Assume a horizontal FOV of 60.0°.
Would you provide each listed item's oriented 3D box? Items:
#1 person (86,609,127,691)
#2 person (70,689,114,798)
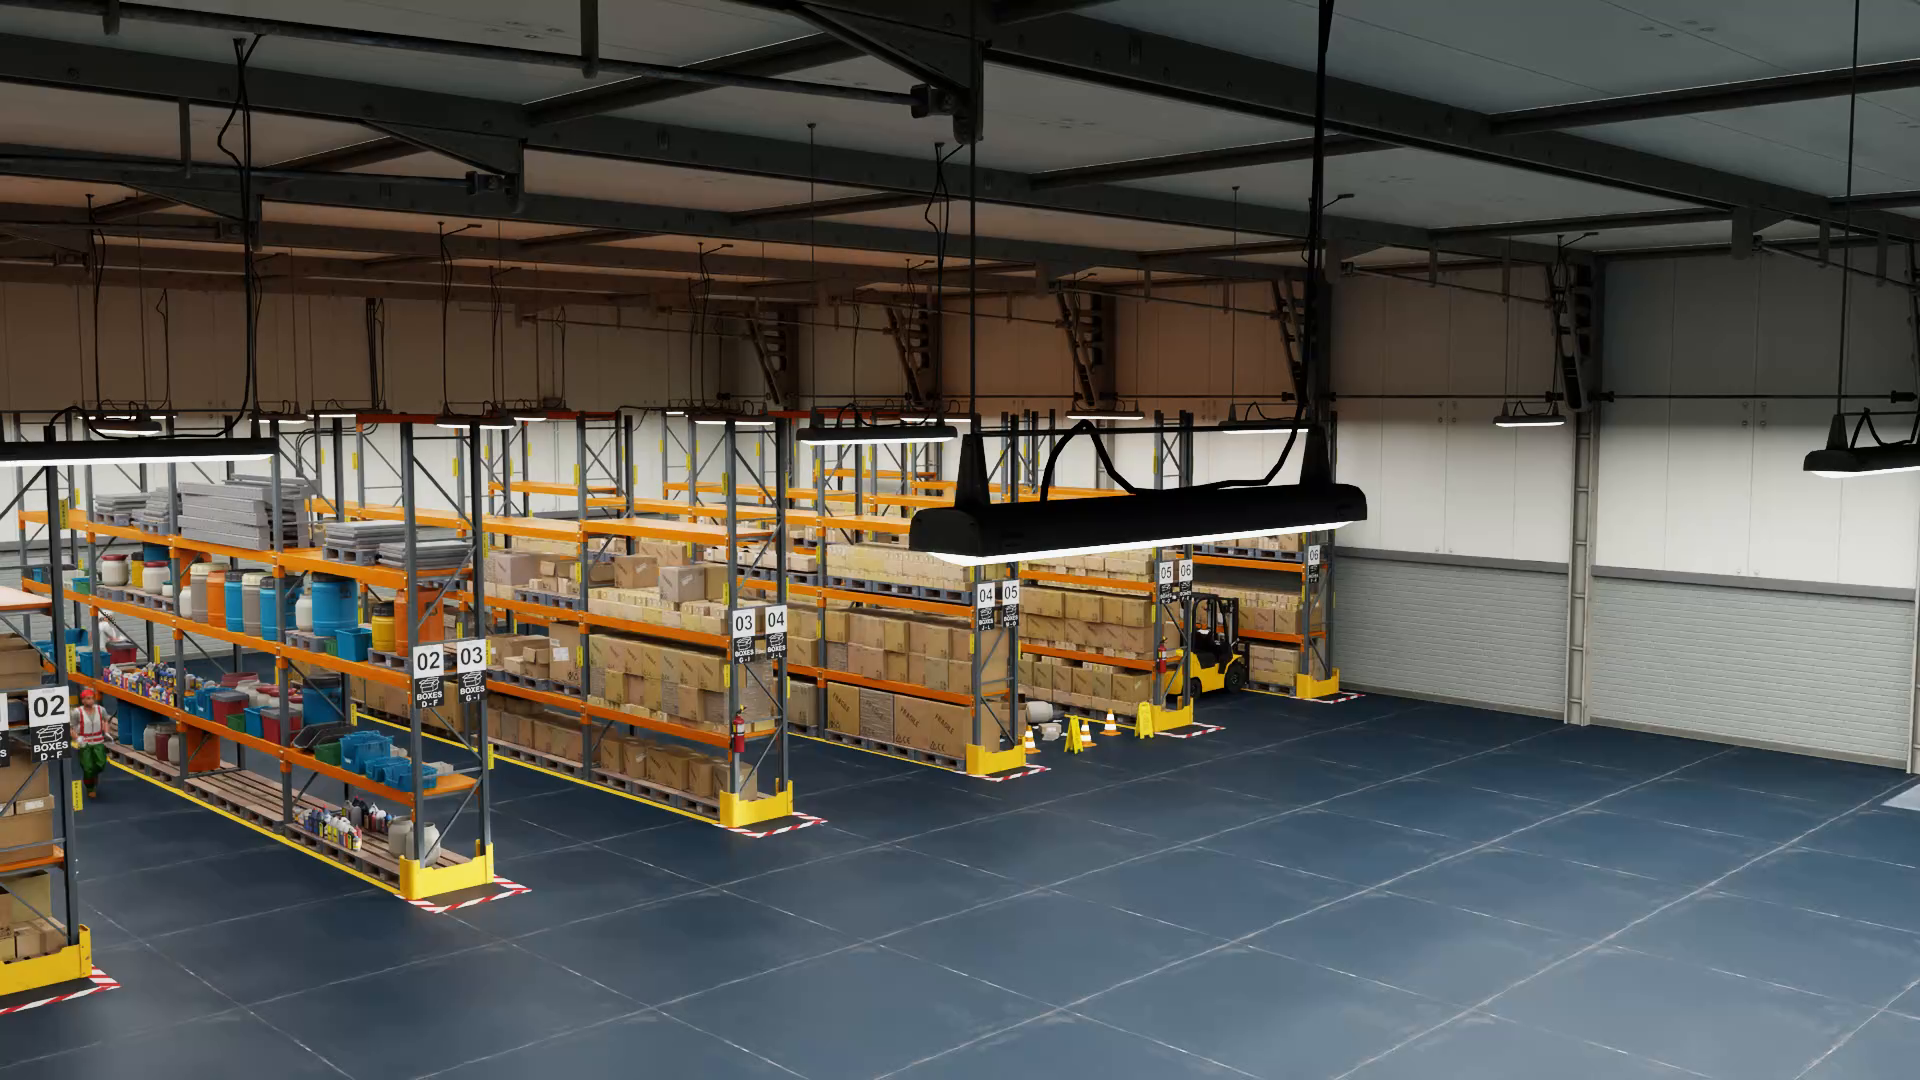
[{"bbox_3d":[-18.076,2.382,35.200,0.862,1.842,0.647,-4,6,-37],"label":"person"},{"bbox_3d":[-13.702,3.196,26.201,0.660,1.729,0.646,-4,7,-41],"label":"person"}]
